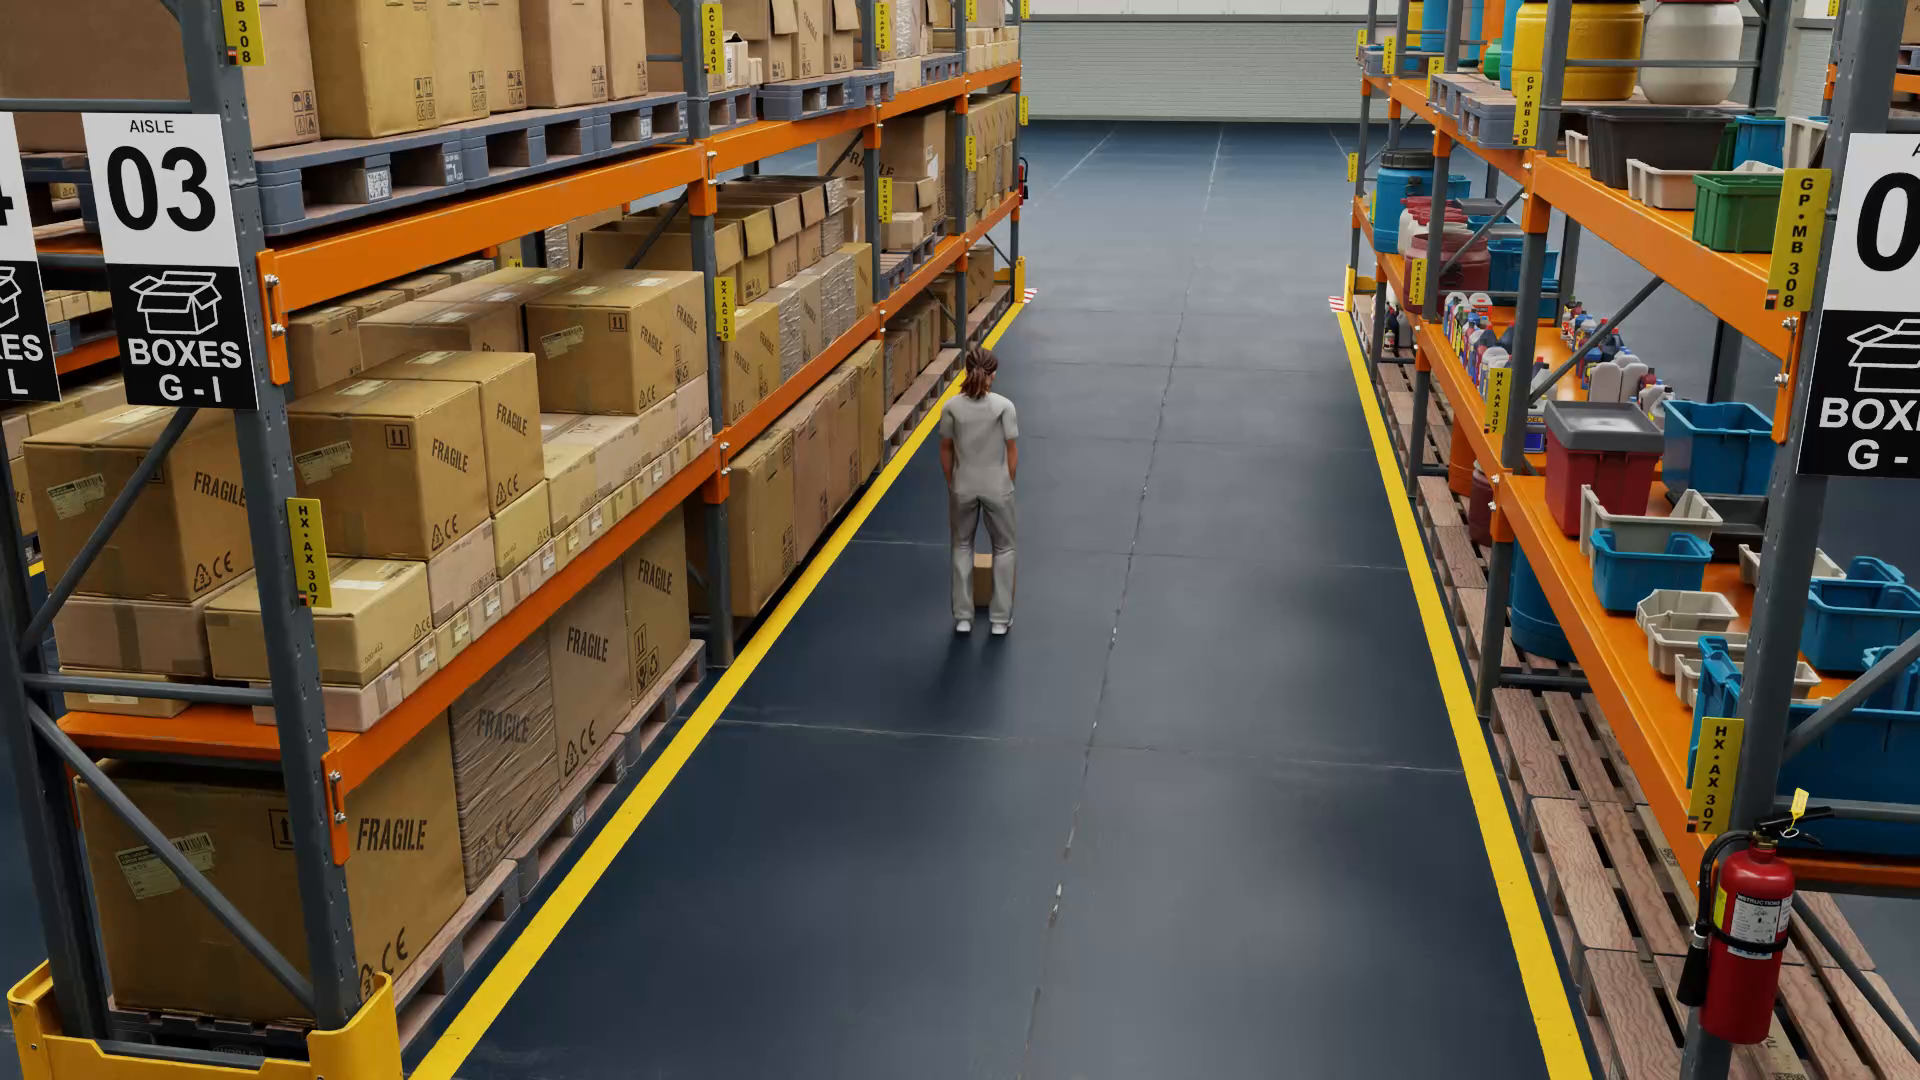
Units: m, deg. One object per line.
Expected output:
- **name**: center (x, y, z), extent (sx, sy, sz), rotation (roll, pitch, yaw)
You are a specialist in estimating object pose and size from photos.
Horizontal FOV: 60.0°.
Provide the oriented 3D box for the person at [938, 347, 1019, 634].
- **person**: center (0.107, -0.264, 9.470), extent (0.456, 1.624, 0.354), rotation (3, 18, 10)
